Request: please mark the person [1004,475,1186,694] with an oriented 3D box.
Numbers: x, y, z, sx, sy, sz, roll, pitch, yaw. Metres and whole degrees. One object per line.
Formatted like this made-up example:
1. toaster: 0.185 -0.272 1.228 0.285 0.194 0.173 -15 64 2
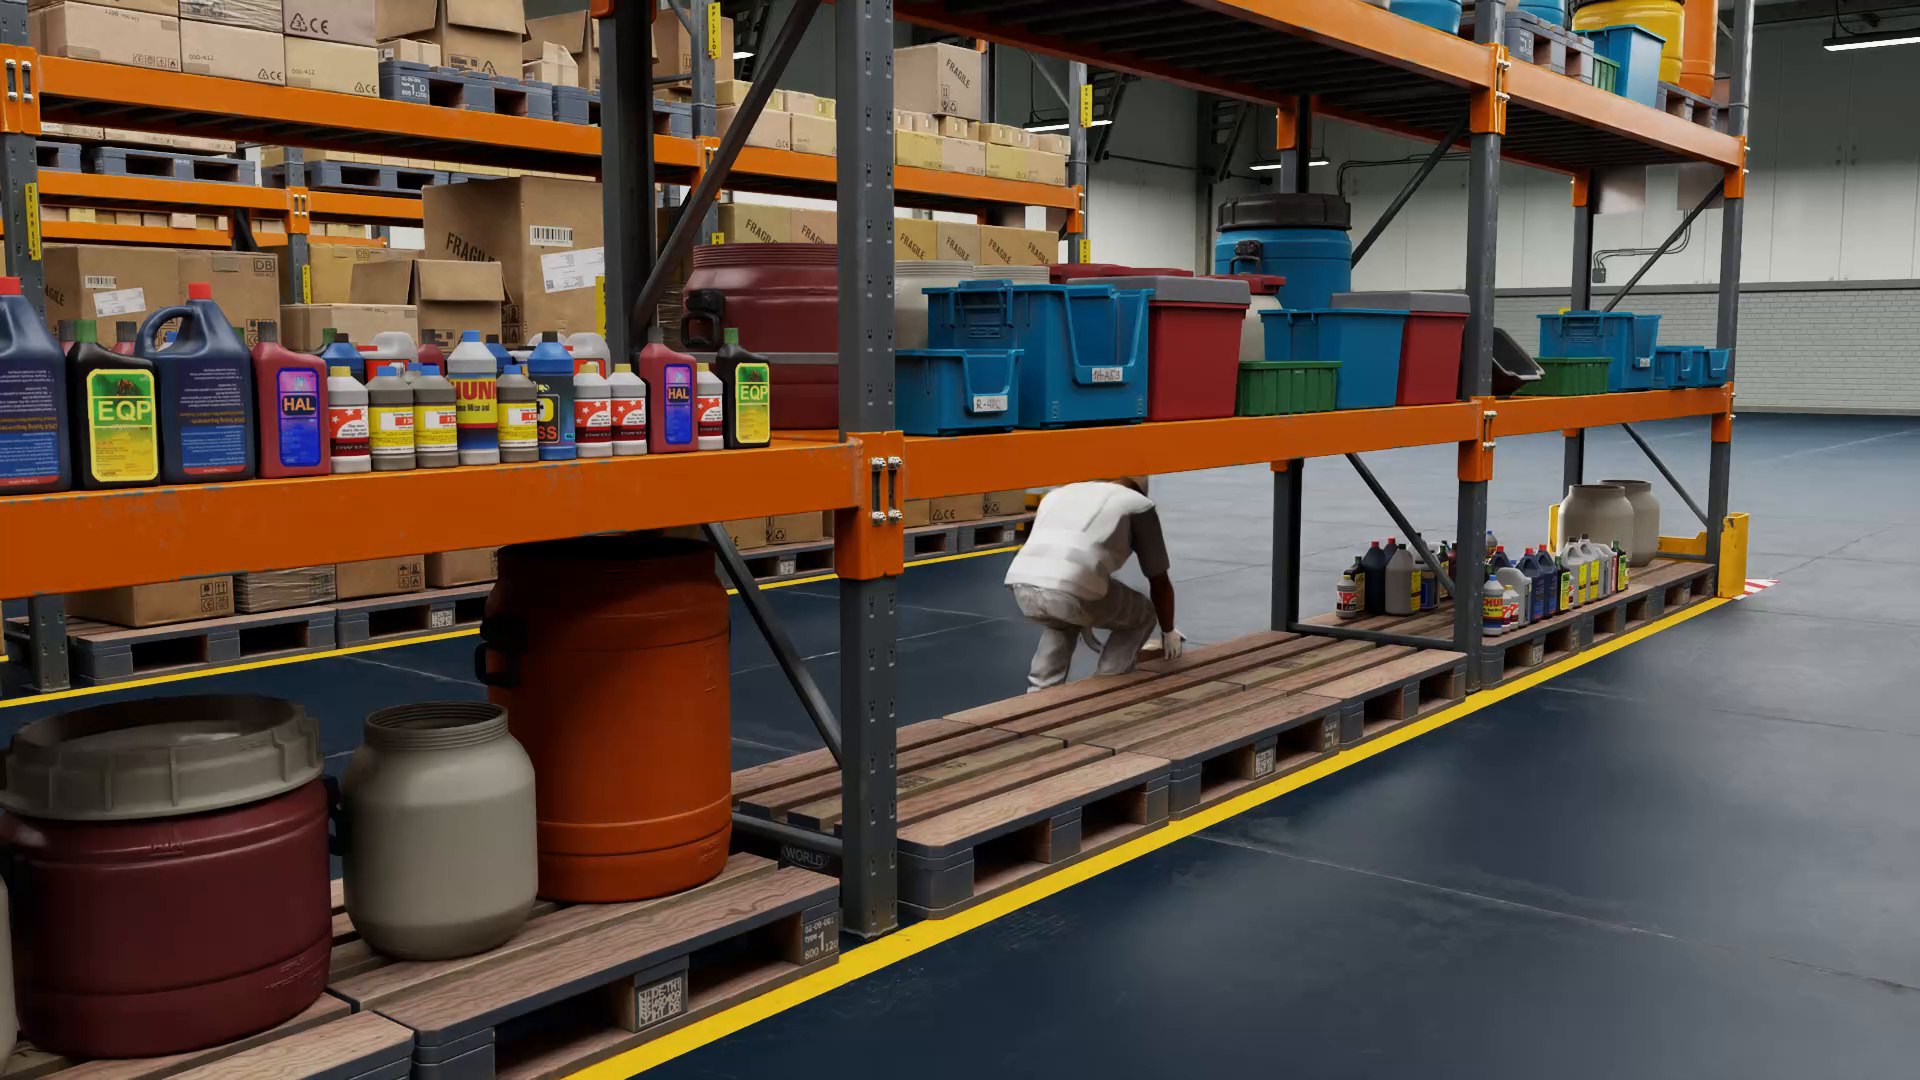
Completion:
1. person: 0.526 0.207 7.000 0.580 1.061 0.888 5 8 39
